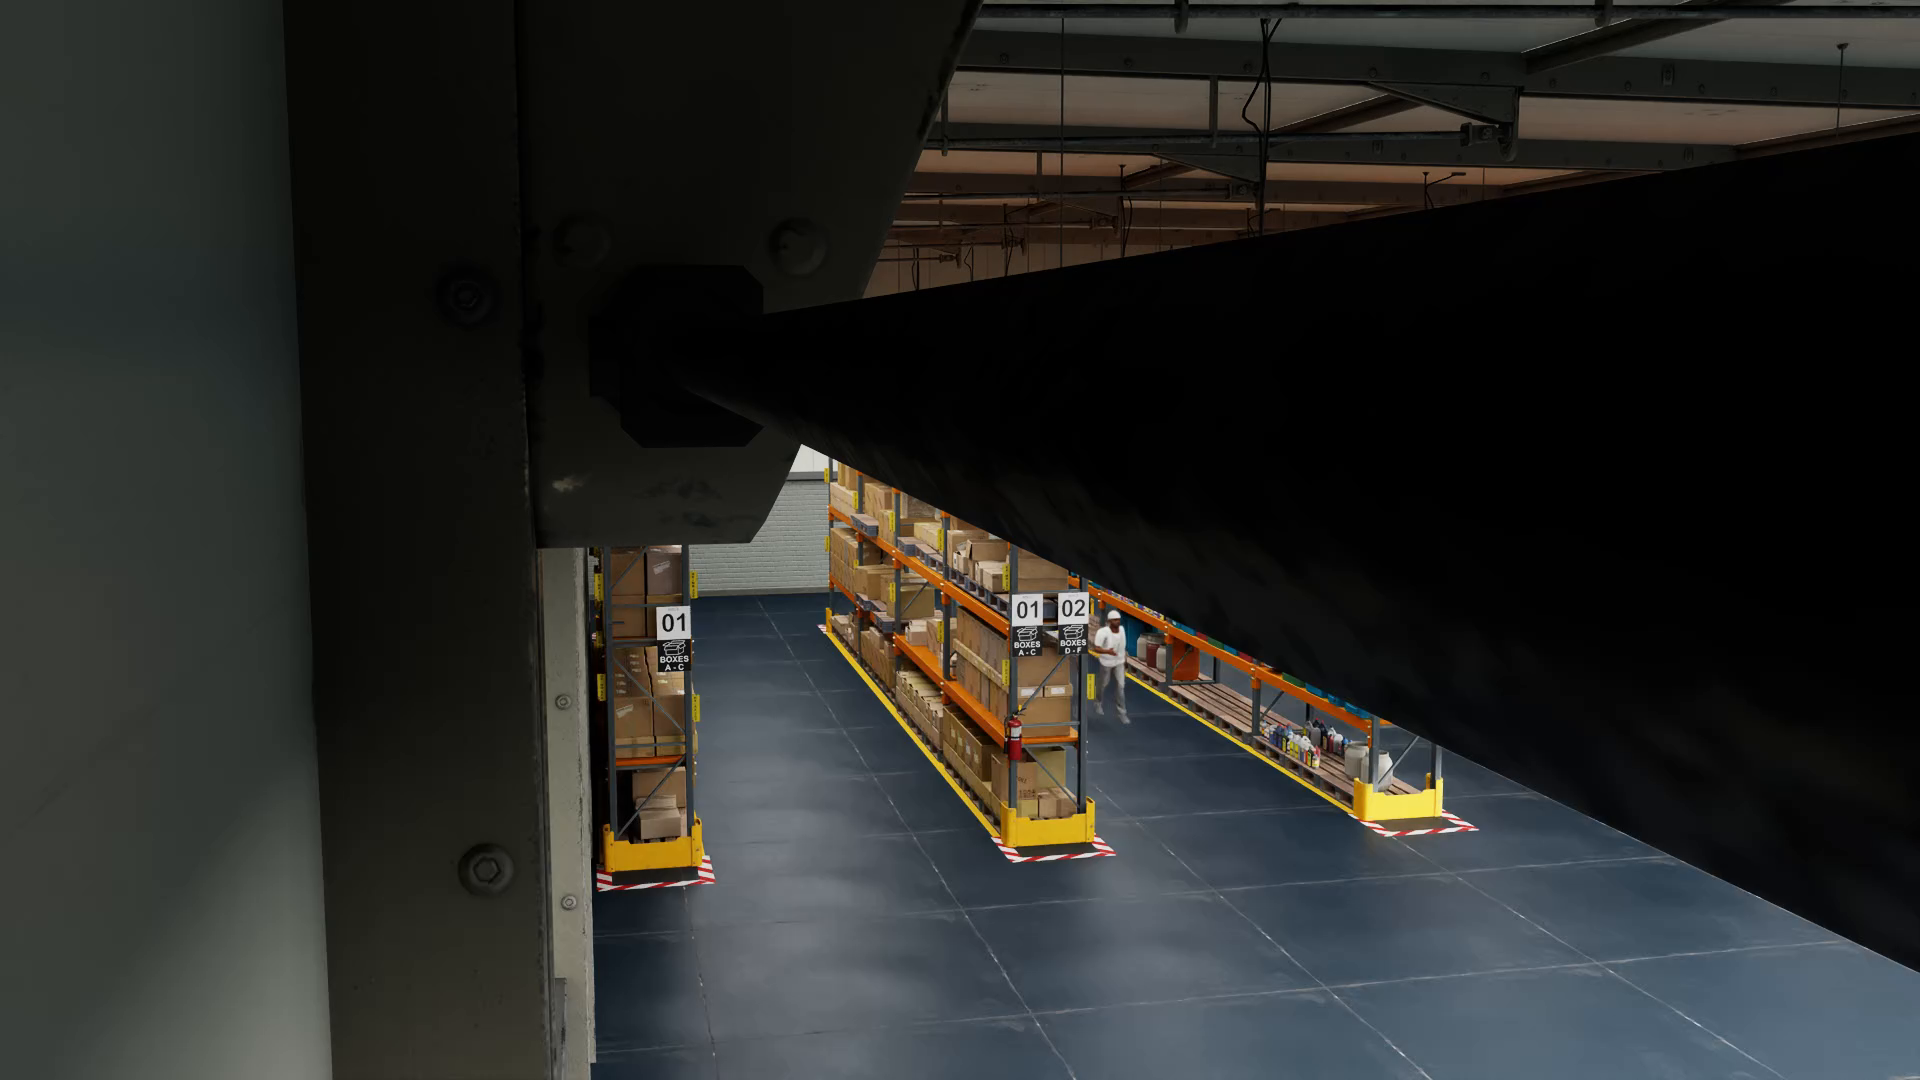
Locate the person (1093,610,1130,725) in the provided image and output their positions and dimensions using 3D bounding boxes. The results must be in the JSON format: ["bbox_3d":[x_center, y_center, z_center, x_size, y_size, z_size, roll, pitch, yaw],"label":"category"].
[{"bbox_3d":[2.434,2.020,26.865,0.640,1.810,0.862,-3,7,-20],"label":"person"}]
